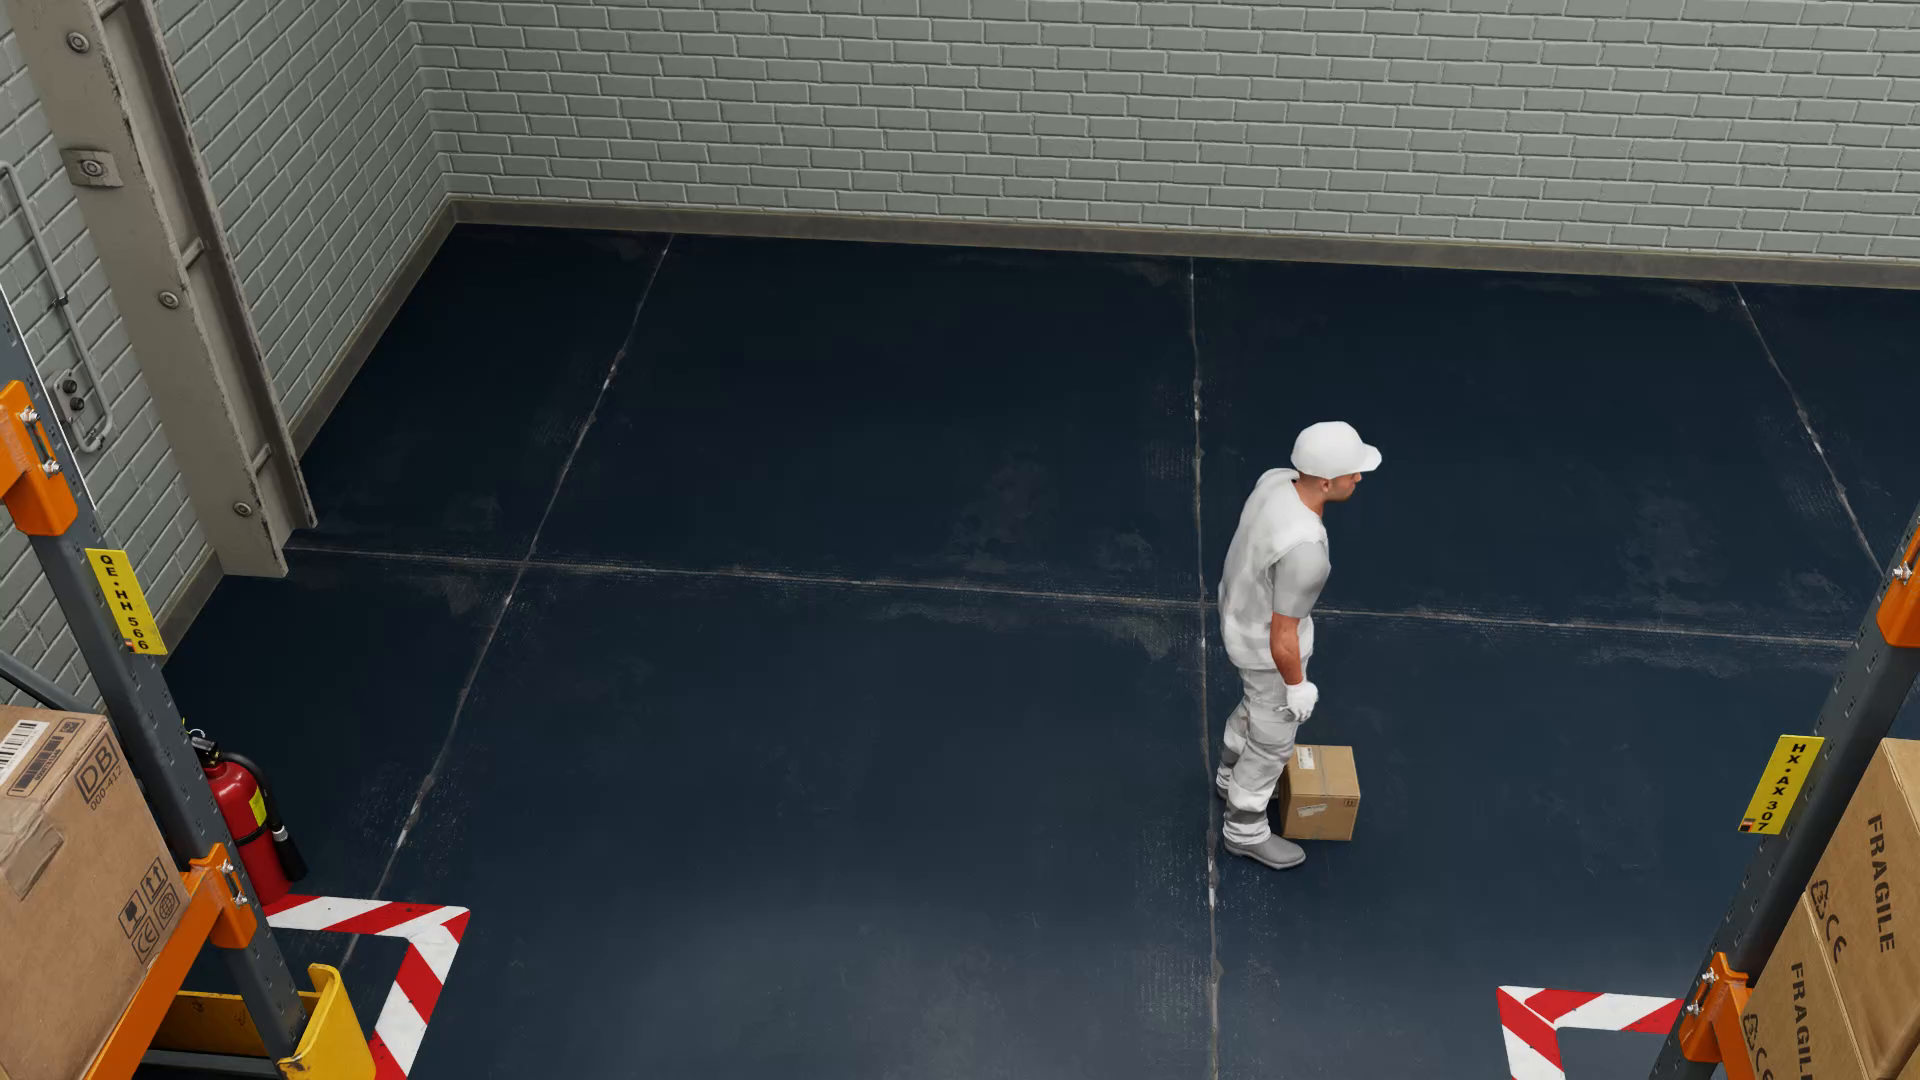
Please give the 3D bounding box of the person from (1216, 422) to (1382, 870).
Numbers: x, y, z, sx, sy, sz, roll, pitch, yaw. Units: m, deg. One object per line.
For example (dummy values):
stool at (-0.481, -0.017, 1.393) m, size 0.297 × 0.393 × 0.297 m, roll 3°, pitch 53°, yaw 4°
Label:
person at (1.108, 0.340, 5.733) m, size 0.446 × 1.780 × 0.623 m, roll 2°, pitch 40°, yaw 2°
